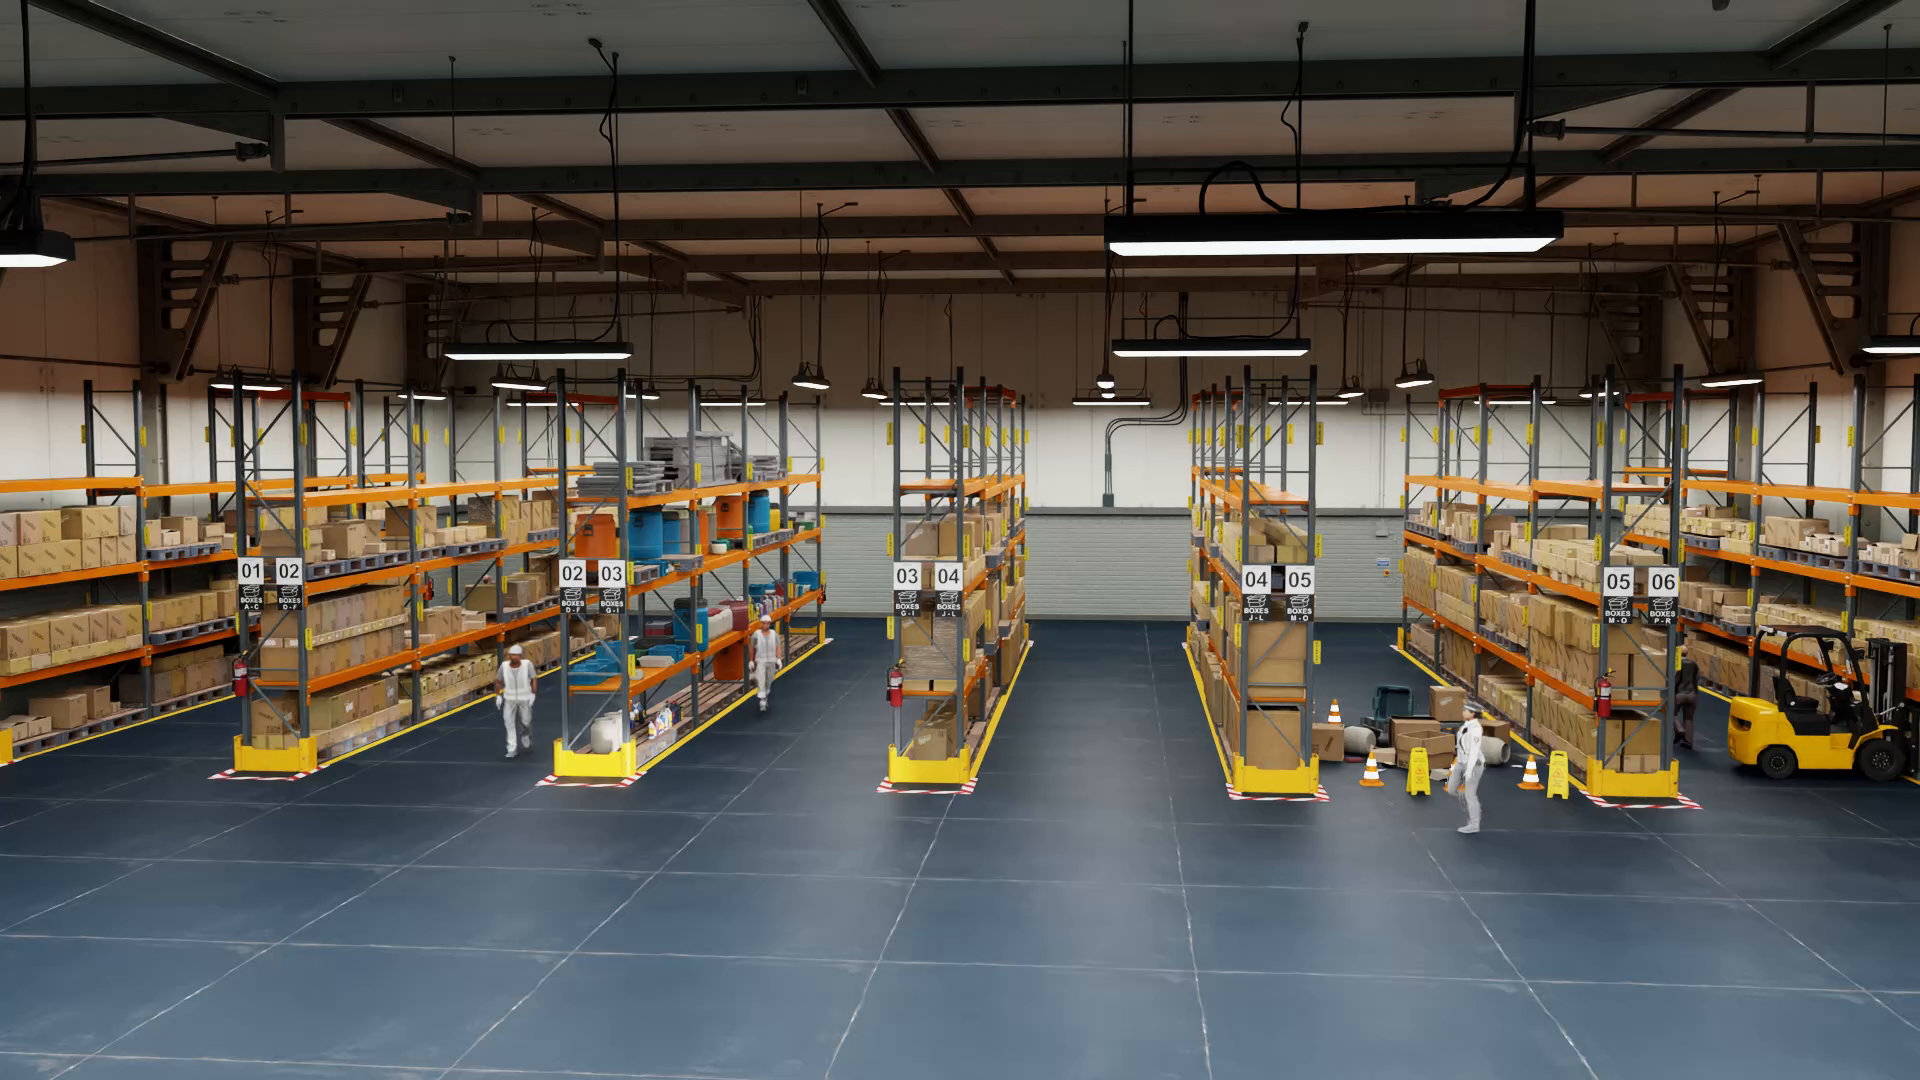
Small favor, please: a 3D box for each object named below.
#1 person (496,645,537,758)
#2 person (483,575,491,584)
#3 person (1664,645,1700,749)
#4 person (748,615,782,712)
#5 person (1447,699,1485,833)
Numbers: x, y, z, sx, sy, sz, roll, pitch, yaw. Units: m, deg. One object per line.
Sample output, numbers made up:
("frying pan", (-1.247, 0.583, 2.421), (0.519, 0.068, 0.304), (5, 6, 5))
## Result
("person", (-6.987, 2.502, 26.210), (0.639, 1.758, 0.719), (-1, 4, -11))
("person", (-11.089, 1.749, 38.928), (0.627, 1.678, 0.544), (3, 5, 40))
("person", (11.697, 2.528, 26.921), (0.589, 1.616, 0.741), (0, 4, 7))
("person", (-3.508, 2.228, 30.191), (0.559, 1.729, 1.040), (-2, 4, -24))
("person", (6.432, 2.838, 20.922), (0.447, 1.680, 0.466), (-1, 4, -18))
